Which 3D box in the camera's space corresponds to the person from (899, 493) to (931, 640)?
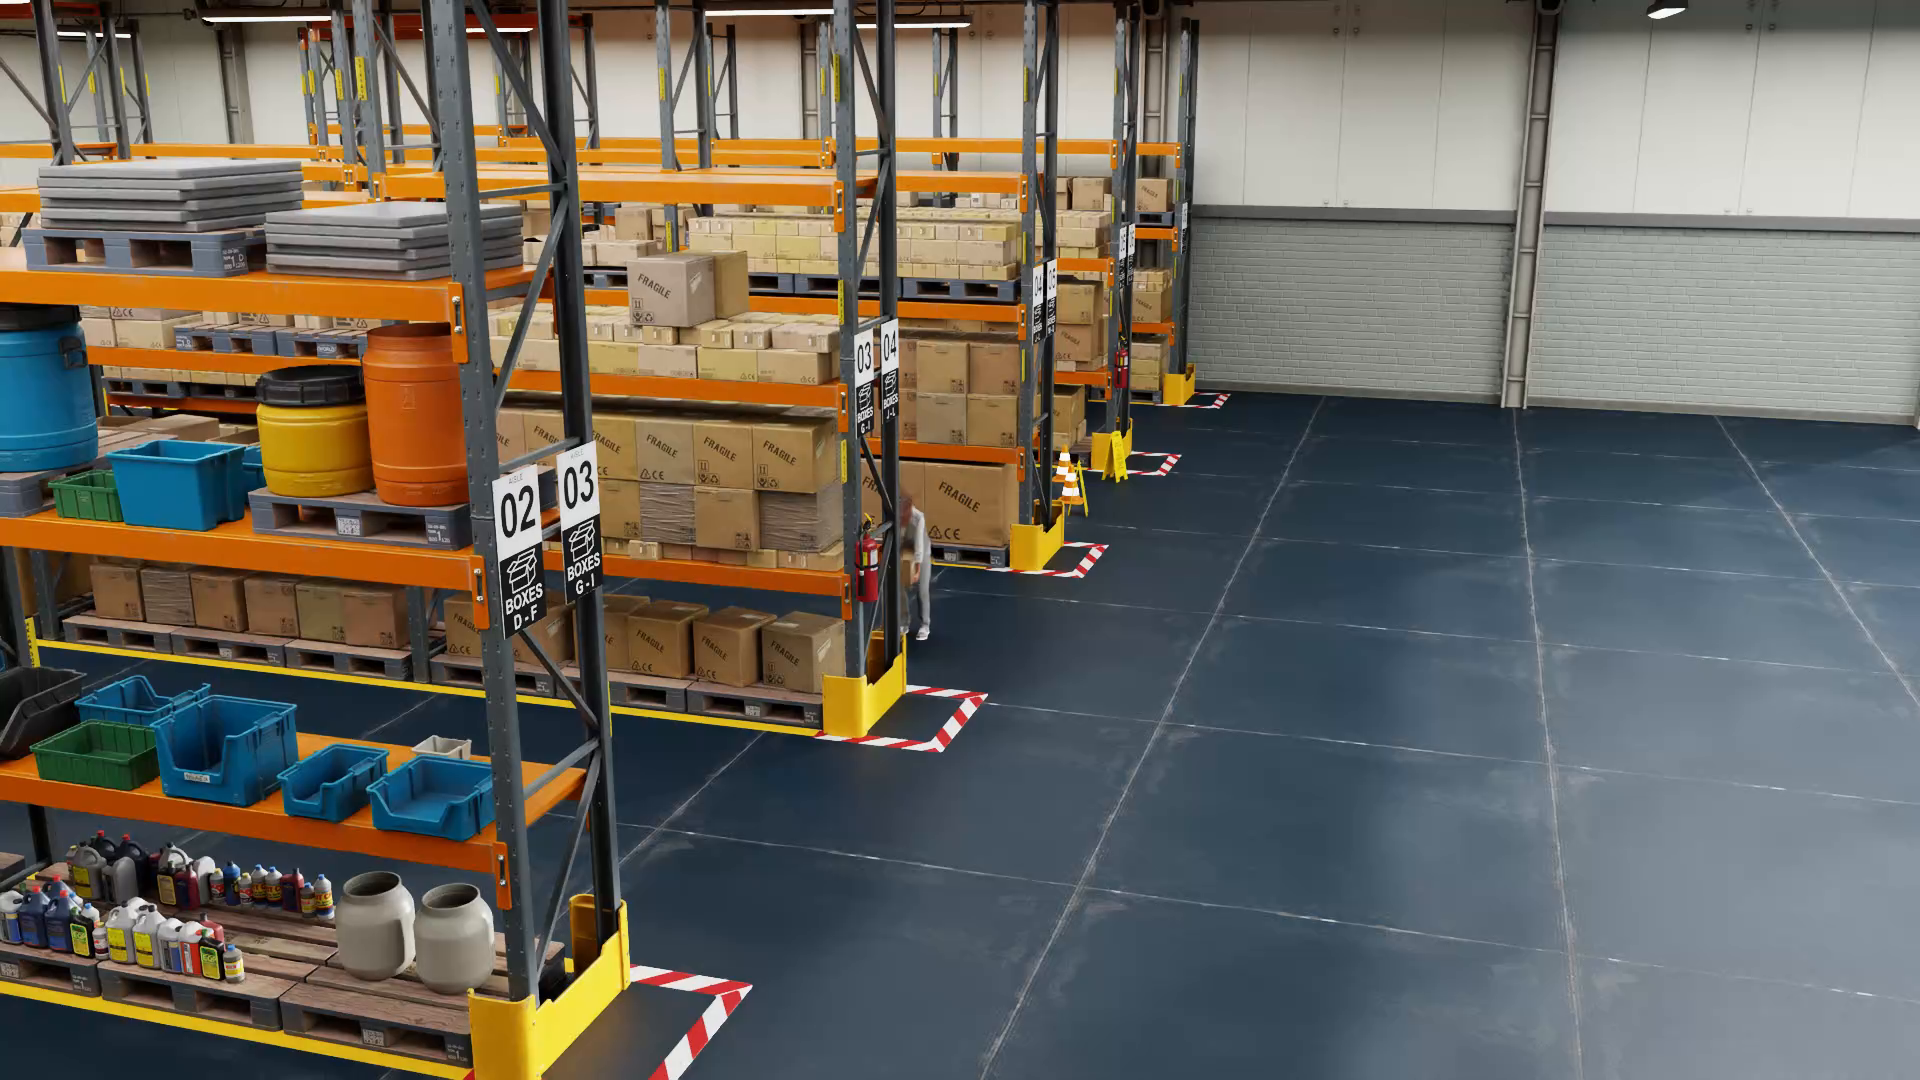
[{"bbox_3d":[-0.484,0.230,15.333,0.376,1.473,0.636,4,16,15],"label":"person"}]
